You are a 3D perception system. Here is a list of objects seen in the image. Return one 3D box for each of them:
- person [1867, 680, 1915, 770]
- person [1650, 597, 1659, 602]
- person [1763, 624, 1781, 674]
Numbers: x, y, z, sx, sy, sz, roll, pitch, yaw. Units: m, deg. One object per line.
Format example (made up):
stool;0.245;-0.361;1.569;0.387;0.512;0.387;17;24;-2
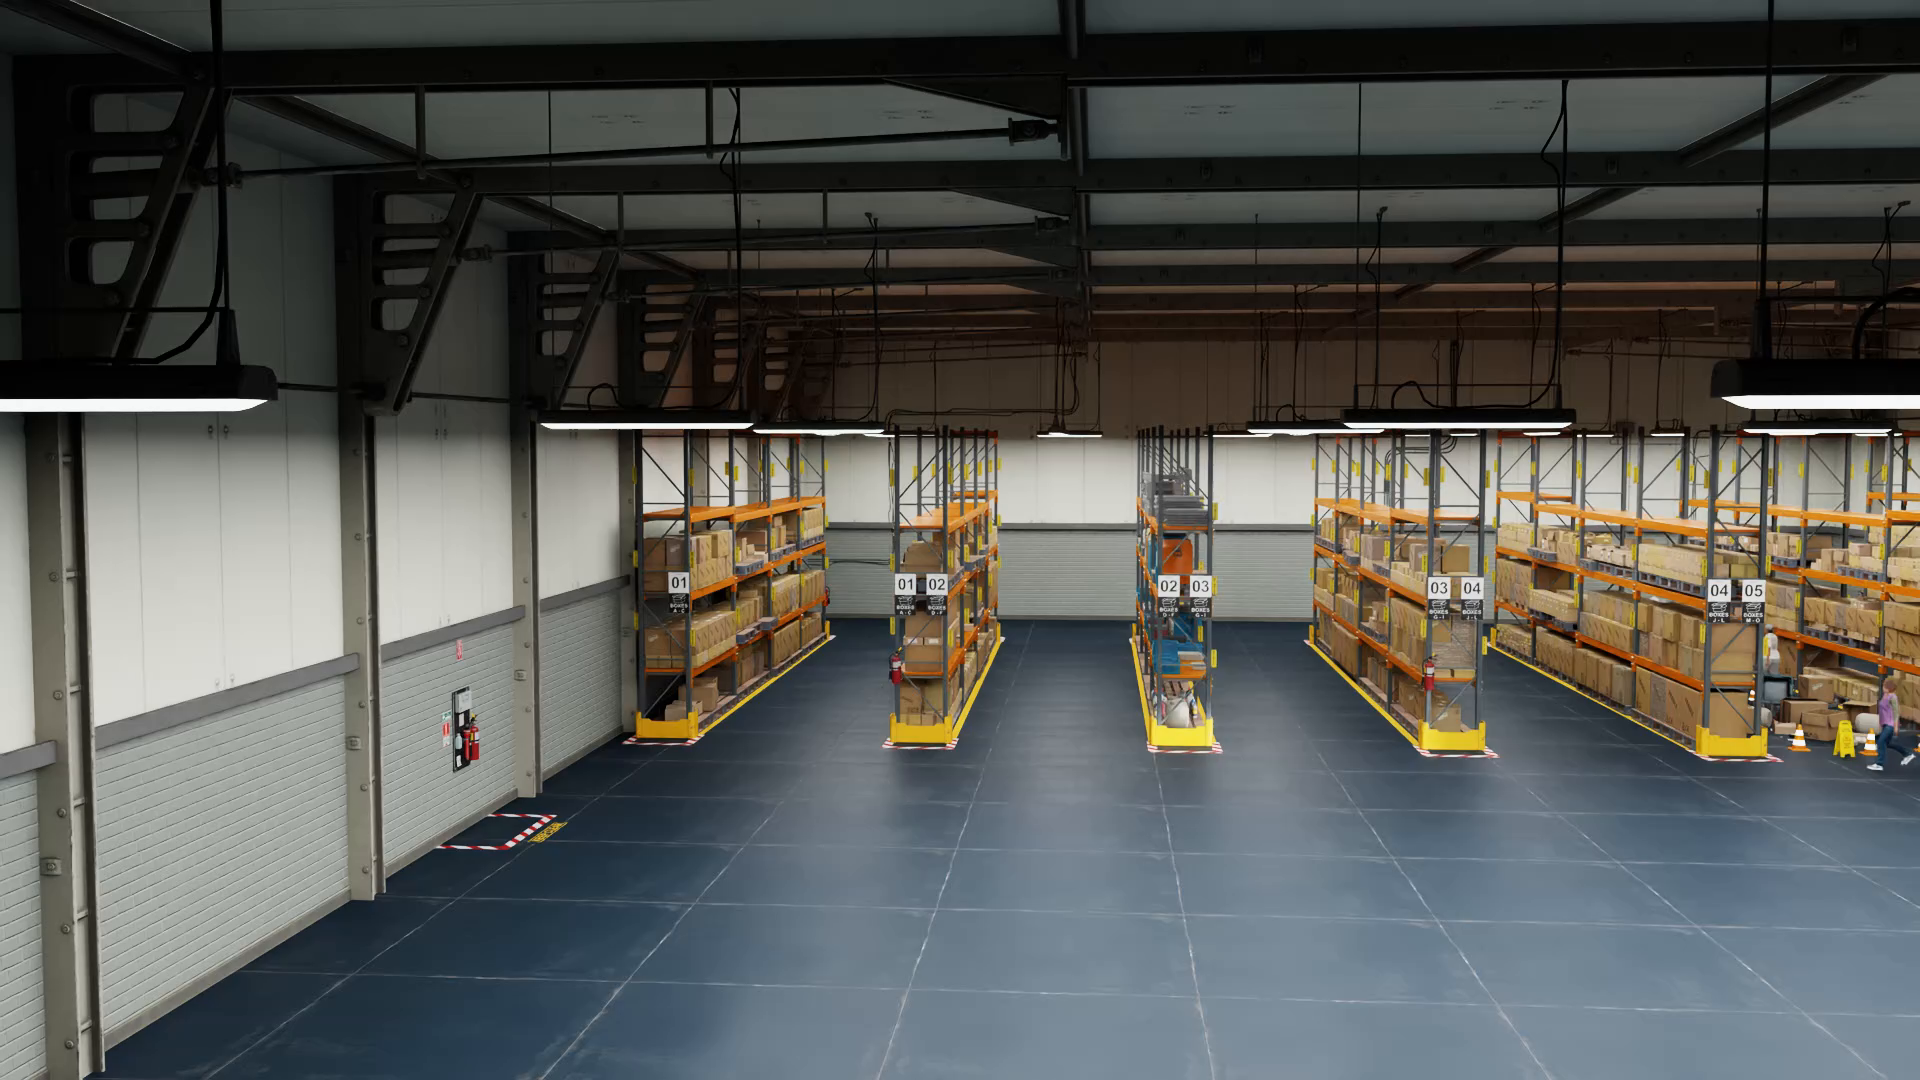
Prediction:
person;16.131;3.197;28.756;0.847;1.560;0.416;0;3;5
person;17.482;2.306;41.809;0.542;1.762;0.512;-1;4;-17
person;17.926;2.711;36.777;0.504;1.705;0.568;-1;3;-11
